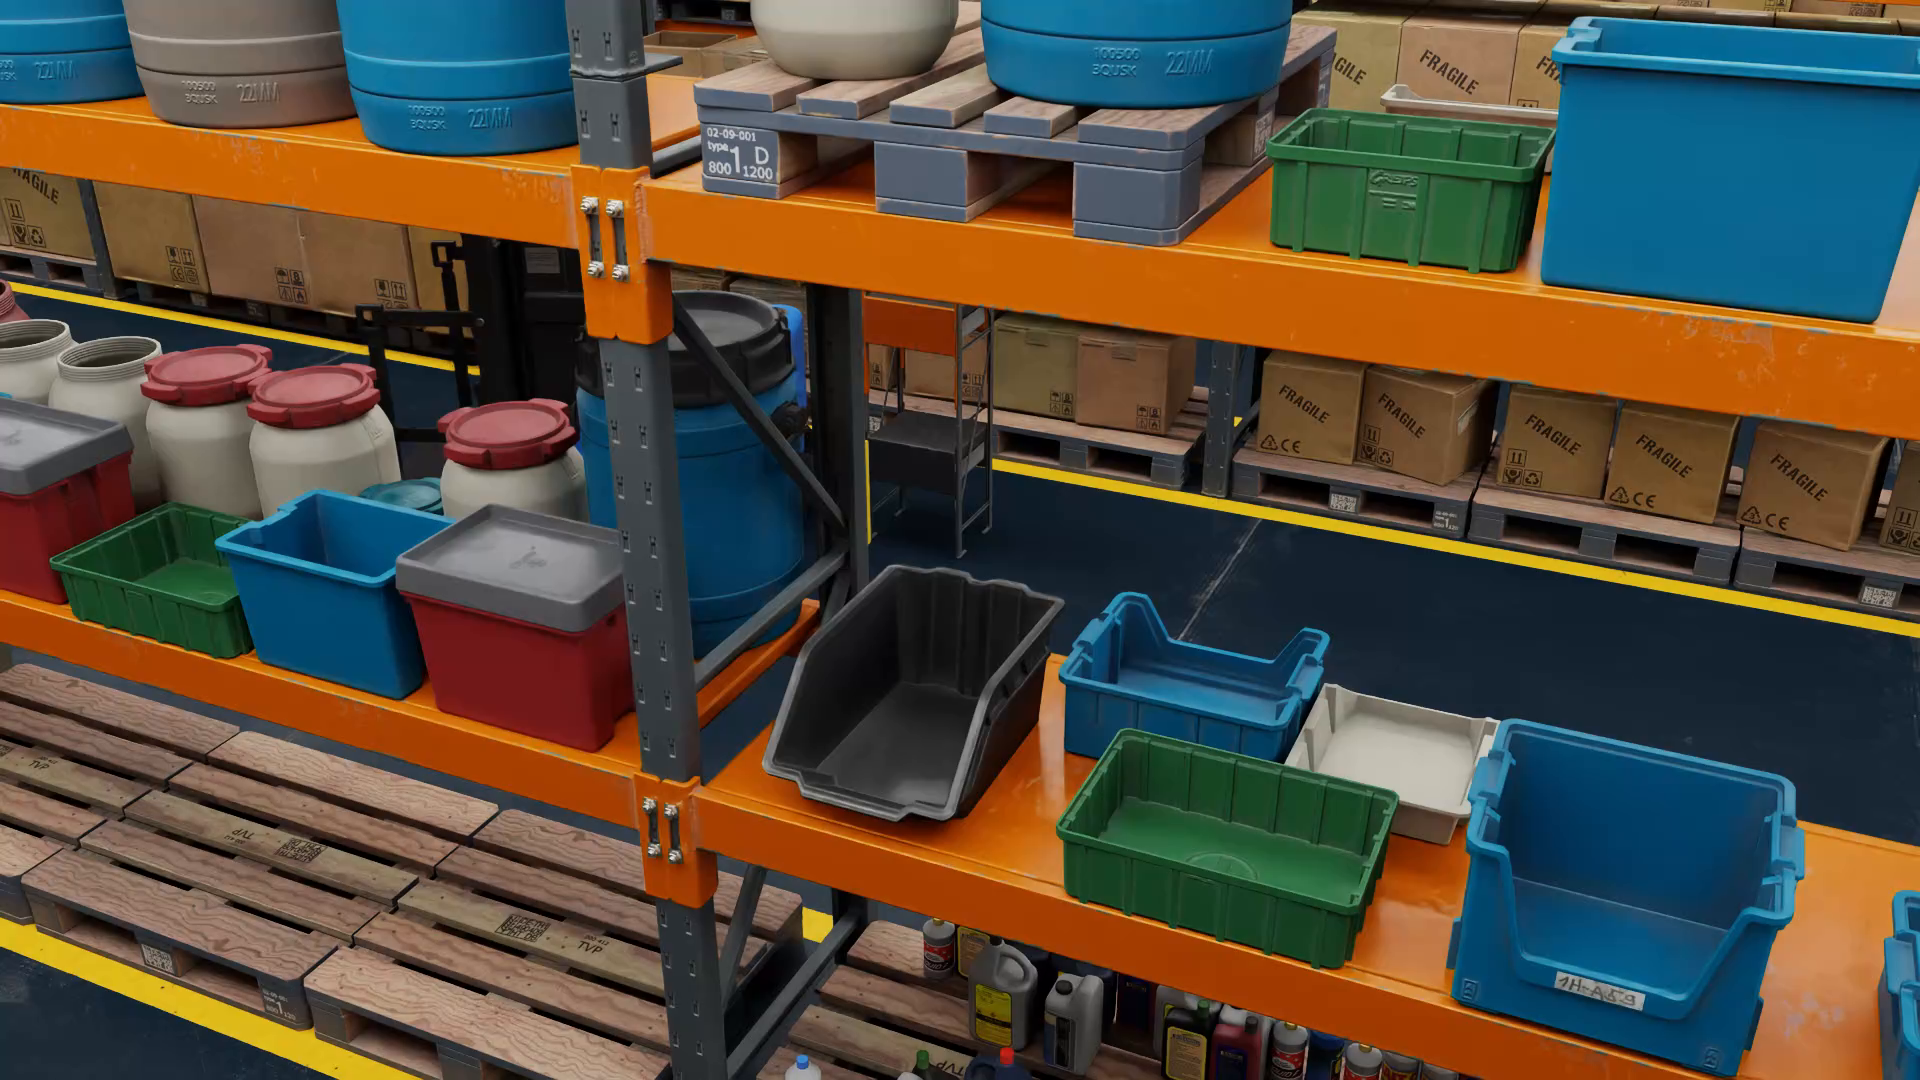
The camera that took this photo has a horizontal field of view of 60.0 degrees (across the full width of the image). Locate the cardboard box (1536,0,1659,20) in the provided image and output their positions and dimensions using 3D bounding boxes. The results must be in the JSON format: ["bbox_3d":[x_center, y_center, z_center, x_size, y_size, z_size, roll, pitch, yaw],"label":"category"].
[{"bbox_3d":[2.961,-2.241,7.823,0.500,0.500,0.500,11,28,22],"label":"cardboard box"}]

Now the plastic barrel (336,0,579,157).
[{"bbox_3d":[-1.076,-1.353,3.639,0.708,0.901,0.600,11,28,22],"label":"plastic barrel"}]

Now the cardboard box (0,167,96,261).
[{"bbox_3d":[-6.323,-2.619,12.103,0.875,0.875,0.875,11,28,22],"label":"cardboard box"}]

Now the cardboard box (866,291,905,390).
[{"bbox_3d":[-0.466,-1.264,9.753,0.500,0.500,0.700,14,29,26],"label":"cardboard box"}]

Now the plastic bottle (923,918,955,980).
[{"bbox_3d":[-0.064,1.222,5.041,0.097,0.201,0.097,0,26,0],"label":"plastic bottle"}]

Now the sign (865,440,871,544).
[{"bbox_3d":[-0.285,-0.120,4.785,0.005,0.325,0.100,11,28,22],"label":"sign"}]

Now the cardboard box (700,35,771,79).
[{"bbox_3d":[-1.056,-2.588,9.523,0.500,0.500,0.700,16,30,29],"label":"cardboard box"}]

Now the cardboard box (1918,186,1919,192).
[{"bbox_3d":[4.174,-1.370,7.187,0.500,0.500,0.875,11,28,22],"label":"cardboard box"}]

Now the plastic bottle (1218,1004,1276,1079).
[{"bbox_3d":[0.798,1.375,4.646,0.135,0.276,0.152,12,29,23],"label":"plastic bottle"}]

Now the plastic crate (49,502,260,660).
[{"bbox_3d":[-2.225,0.113,4.864,0.662,0.188,0.450,11,28,22],"label":"plastic crate"}]

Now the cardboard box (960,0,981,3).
[{"bbox_3d":[0.328,-4.330,13.535,0.500,0.500,0.500,12,29,22],"label":"cardboard box"}]

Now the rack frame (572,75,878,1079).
[{"bbox_3d":[-0.523,0.223,4.401,0.127,3.000,1.000,11,28,22],"label":"rack frame"}]

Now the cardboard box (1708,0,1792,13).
[{"bbox_3d":[5.463,-3.913,11.409,0.500,0.550,0.875,11,28,22],"label":"cardboard box"}]

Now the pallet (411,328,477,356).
[{"bbox_3d":[-2.800,-1.423,10.901,1.213,0.211,1.003,11,28,22],"label":"pallet"}]

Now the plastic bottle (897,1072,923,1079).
[{"bbox_3d":[-0.109,1.531,4.331,0.135,0.276,0.152,12,29,24],"label":"plastic bottle"}]

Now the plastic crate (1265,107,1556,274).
[{"bbox_3d":[0.801,-0.629,2.976,0.450,0.188,0.336,11,28,22],"label":"plastic crate"}]

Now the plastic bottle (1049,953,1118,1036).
[{"bbox_3d":[0.357,1.251,4.813,0.185,0.351,0.144,10,28,19],"label":"plastic bottle"}]

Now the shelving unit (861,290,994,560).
[{"bbox_3d":[-0.151,-0.972,7.848,0.503,2.100,0.431,11,28,22],"label":"shelving unit"}]

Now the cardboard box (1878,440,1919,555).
[{"bbox_3d":[4.607,-0.225,7.665,0.500,0.500,0.500,17,31,31],"label":"cardboard box"}]

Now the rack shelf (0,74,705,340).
[{"bbox_3d":[-2.343,-1.165,4.640,4.000,0.370,1.077,11,28,22],"label":"rack shelf"}]

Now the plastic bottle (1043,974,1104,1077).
[{"bbox_3d":[0.319,1.349,4.700,0.135,0.276,0.152,11,28,22],"label":"plastic bottle"}]

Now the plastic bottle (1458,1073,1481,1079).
[{"bbox_3d":[1.398,1.470,4.445,0.133,0.283,0.061,12,29,23],"label":"plastic bottle"}]

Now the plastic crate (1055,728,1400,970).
[{"bbox_3d":[0.596,0.680,3.713,0.662,0.188,0.450,11,28,22],"label":"plastic crate"}]

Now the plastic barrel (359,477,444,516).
[{"bbox_3d":[-1.664,-0.018,5.048,0.301,0.262,0.301,0,26,0],"label":"plastic barrel"}]

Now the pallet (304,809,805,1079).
[{"bbox_3d":[-1.254,1.346,5.276,1.213,0.211,1.003,11,28,22],"label":"pallet"}]

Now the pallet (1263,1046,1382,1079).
[{"bbox_3d":[1.186,1.836,4.281,1.213,0.211,1.003,11,28,22],"label":"pallet"}]

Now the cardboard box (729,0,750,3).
[{"bbox_3d":[-1.773,-4.693,14.195,0.250,0.149,0.380,12,29,23],"label":"cardboard box"}]

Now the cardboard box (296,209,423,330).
[{"bbox_3d":[-3.542,-2.035,10.918,0.875,0.875,1.225,11,28,22],"label":"cardboard box"}]

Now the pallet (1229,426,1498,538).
[{"bbox_3d":[2.153,-0.409,8.841,1.213,0.211,1.003,11,28,22],"label":"pallet"}]

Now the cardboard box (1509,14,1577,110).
[{"bbox_3d":[2.742,-2.028,7.392,0.500,0.500,0.500,11,28,22],"label":"cardboard box"}]

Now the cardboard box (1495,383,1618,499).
[{"bbox_3d":[2.997,-0.562,8.351,0.500,0.500,0.500,9,28,17],"label":"cardboard box"}]

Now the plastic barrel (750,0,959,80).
[{"bbox_3d":[-0.212,-1.203,3.300,0.421,0.512,0.421,0,26,0],"label":"plastic barrel"}]

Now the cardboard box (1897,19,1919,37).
[{"bbox_3d":[4.328,-1.968,7.270,0.500,0.500,0.500,11,28,22],"label":"cardboard box"}]

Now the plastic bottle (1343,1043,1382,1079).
[{"bbox_3d":[1.104,1.457,4.565,0.097,0.201,0.097,0,26,0],"label":"plastic bottle"}]

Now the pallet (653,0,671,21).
[{"bbox_3d":[-2.974,-4.923,15.069,1.213,0.211,1.003,11,28,22],"label":"pallet"}]

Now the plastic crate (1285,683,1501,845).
[{"bbox_3d":[1.060,0.537,4.063,0.437,0.136,0.530,11,28,22],"label":"plastic crate"}]

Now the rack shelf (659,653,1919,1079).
[{"bbox_3d":[1.298,0.912,3.817,4.000,0.370,1.077,11,28,22],"label":"rack shelf"}]

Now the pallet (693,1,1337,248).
[{"bbox_3d":[0.174,-0.945,3.592,1.003,0.211,1.213,11,28,22],"label":"pallet"}]

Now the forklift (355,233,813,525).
[{"bbox_3d":[-2.290,-1.334,7.642,3.031,2.935,1.130,1,26,3],"label":"forklift"}]

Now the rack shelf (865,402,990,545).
[{"bbox_3d":[-0.151,-0.332,8.163,0.480,0.518,0.431,11,28,22],"label":"rack shelf"}]

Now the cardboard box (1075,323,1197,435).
[{"bbox_3d":[0.977,-0.965,9.146,0.500,0.500,0.700,9,28,18],"label":"cardboard box"}]

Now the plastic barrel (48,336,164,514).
[{"bbox_3d":[-2.756,-0.379,5.497,0.421,0.512,0.421,0,26,0],"label":"plastic barrel"}]

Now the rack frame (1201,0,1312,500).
[{"bbox_3d":[1.527,-1.768,8.446,0.127,3.000,1.000,11,28,22],"label":"rack frame"}]
